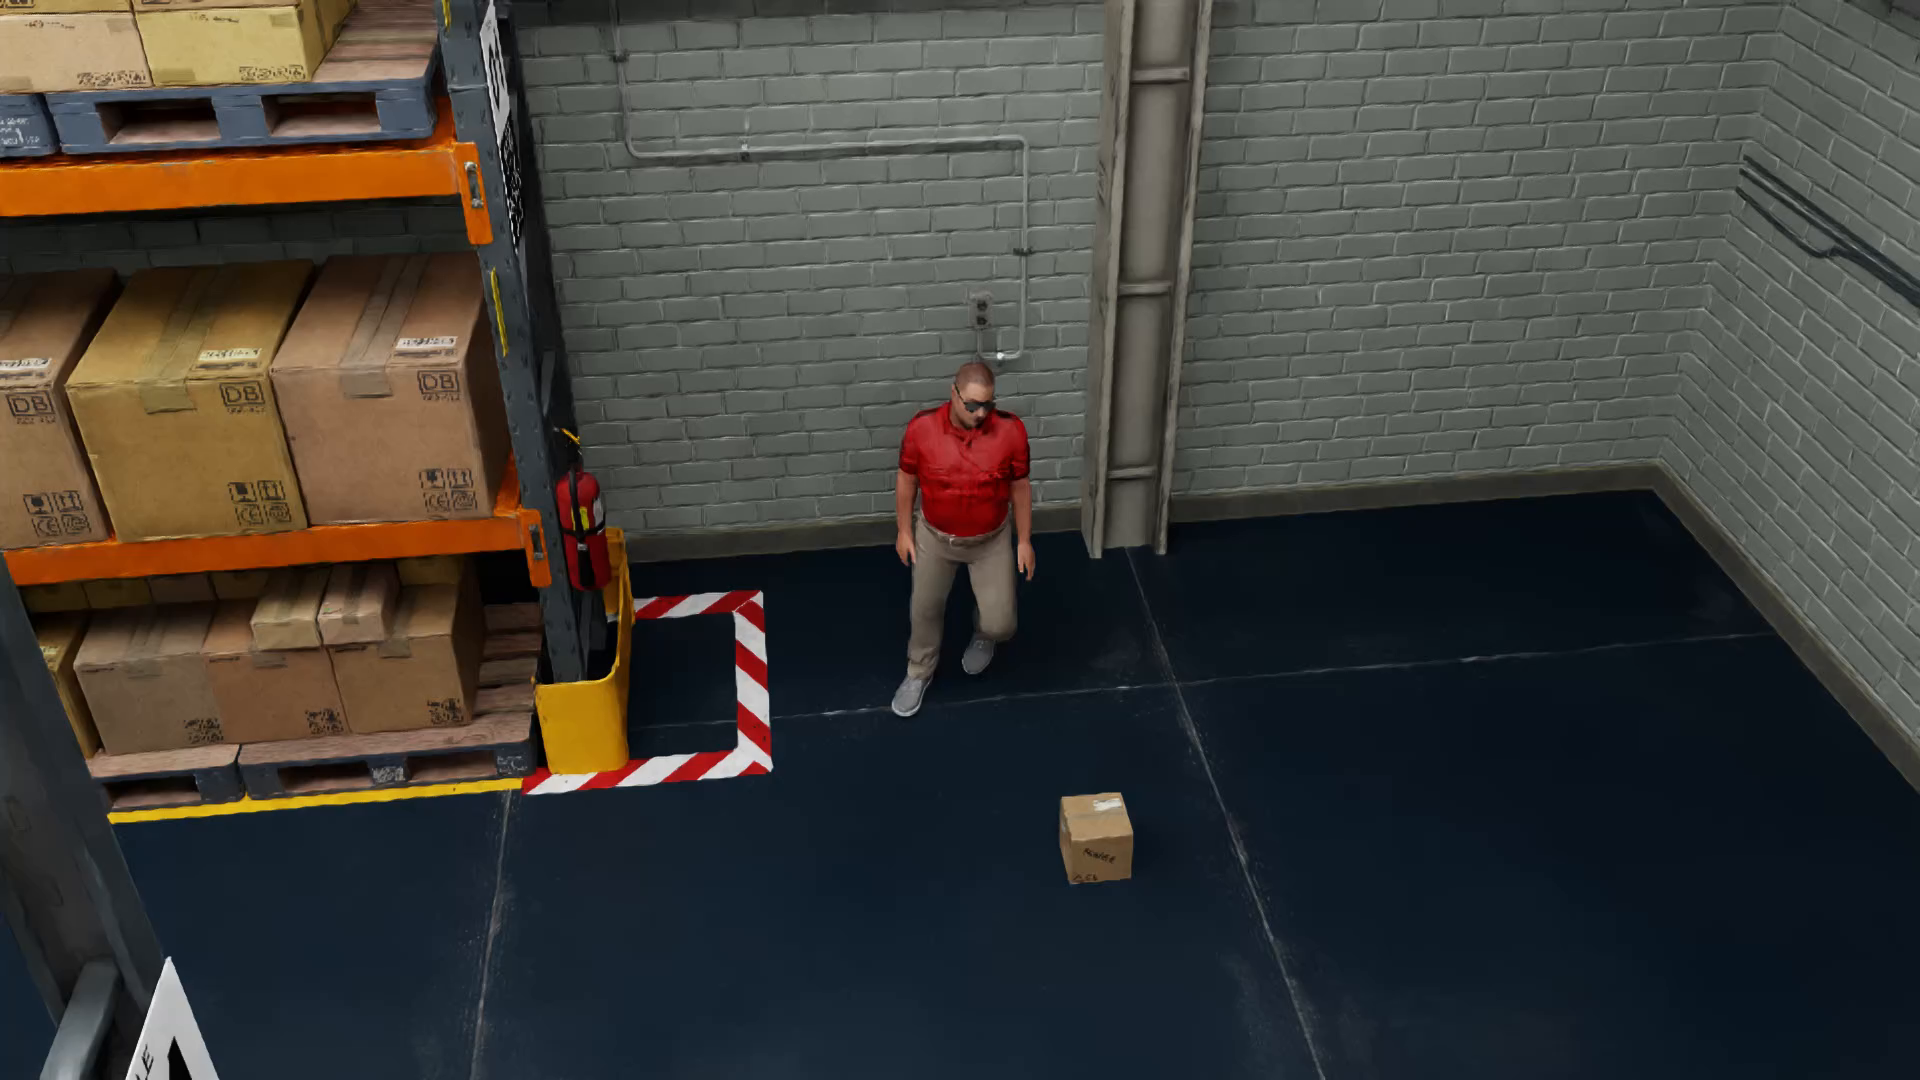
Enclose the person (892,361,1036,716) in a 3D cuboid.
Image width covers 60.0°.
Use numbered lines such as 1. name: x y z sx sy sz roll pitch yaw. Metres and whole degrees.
1. person: 0.016 -0.034 7.182 0.631 1.718 0.518 2 35 3
